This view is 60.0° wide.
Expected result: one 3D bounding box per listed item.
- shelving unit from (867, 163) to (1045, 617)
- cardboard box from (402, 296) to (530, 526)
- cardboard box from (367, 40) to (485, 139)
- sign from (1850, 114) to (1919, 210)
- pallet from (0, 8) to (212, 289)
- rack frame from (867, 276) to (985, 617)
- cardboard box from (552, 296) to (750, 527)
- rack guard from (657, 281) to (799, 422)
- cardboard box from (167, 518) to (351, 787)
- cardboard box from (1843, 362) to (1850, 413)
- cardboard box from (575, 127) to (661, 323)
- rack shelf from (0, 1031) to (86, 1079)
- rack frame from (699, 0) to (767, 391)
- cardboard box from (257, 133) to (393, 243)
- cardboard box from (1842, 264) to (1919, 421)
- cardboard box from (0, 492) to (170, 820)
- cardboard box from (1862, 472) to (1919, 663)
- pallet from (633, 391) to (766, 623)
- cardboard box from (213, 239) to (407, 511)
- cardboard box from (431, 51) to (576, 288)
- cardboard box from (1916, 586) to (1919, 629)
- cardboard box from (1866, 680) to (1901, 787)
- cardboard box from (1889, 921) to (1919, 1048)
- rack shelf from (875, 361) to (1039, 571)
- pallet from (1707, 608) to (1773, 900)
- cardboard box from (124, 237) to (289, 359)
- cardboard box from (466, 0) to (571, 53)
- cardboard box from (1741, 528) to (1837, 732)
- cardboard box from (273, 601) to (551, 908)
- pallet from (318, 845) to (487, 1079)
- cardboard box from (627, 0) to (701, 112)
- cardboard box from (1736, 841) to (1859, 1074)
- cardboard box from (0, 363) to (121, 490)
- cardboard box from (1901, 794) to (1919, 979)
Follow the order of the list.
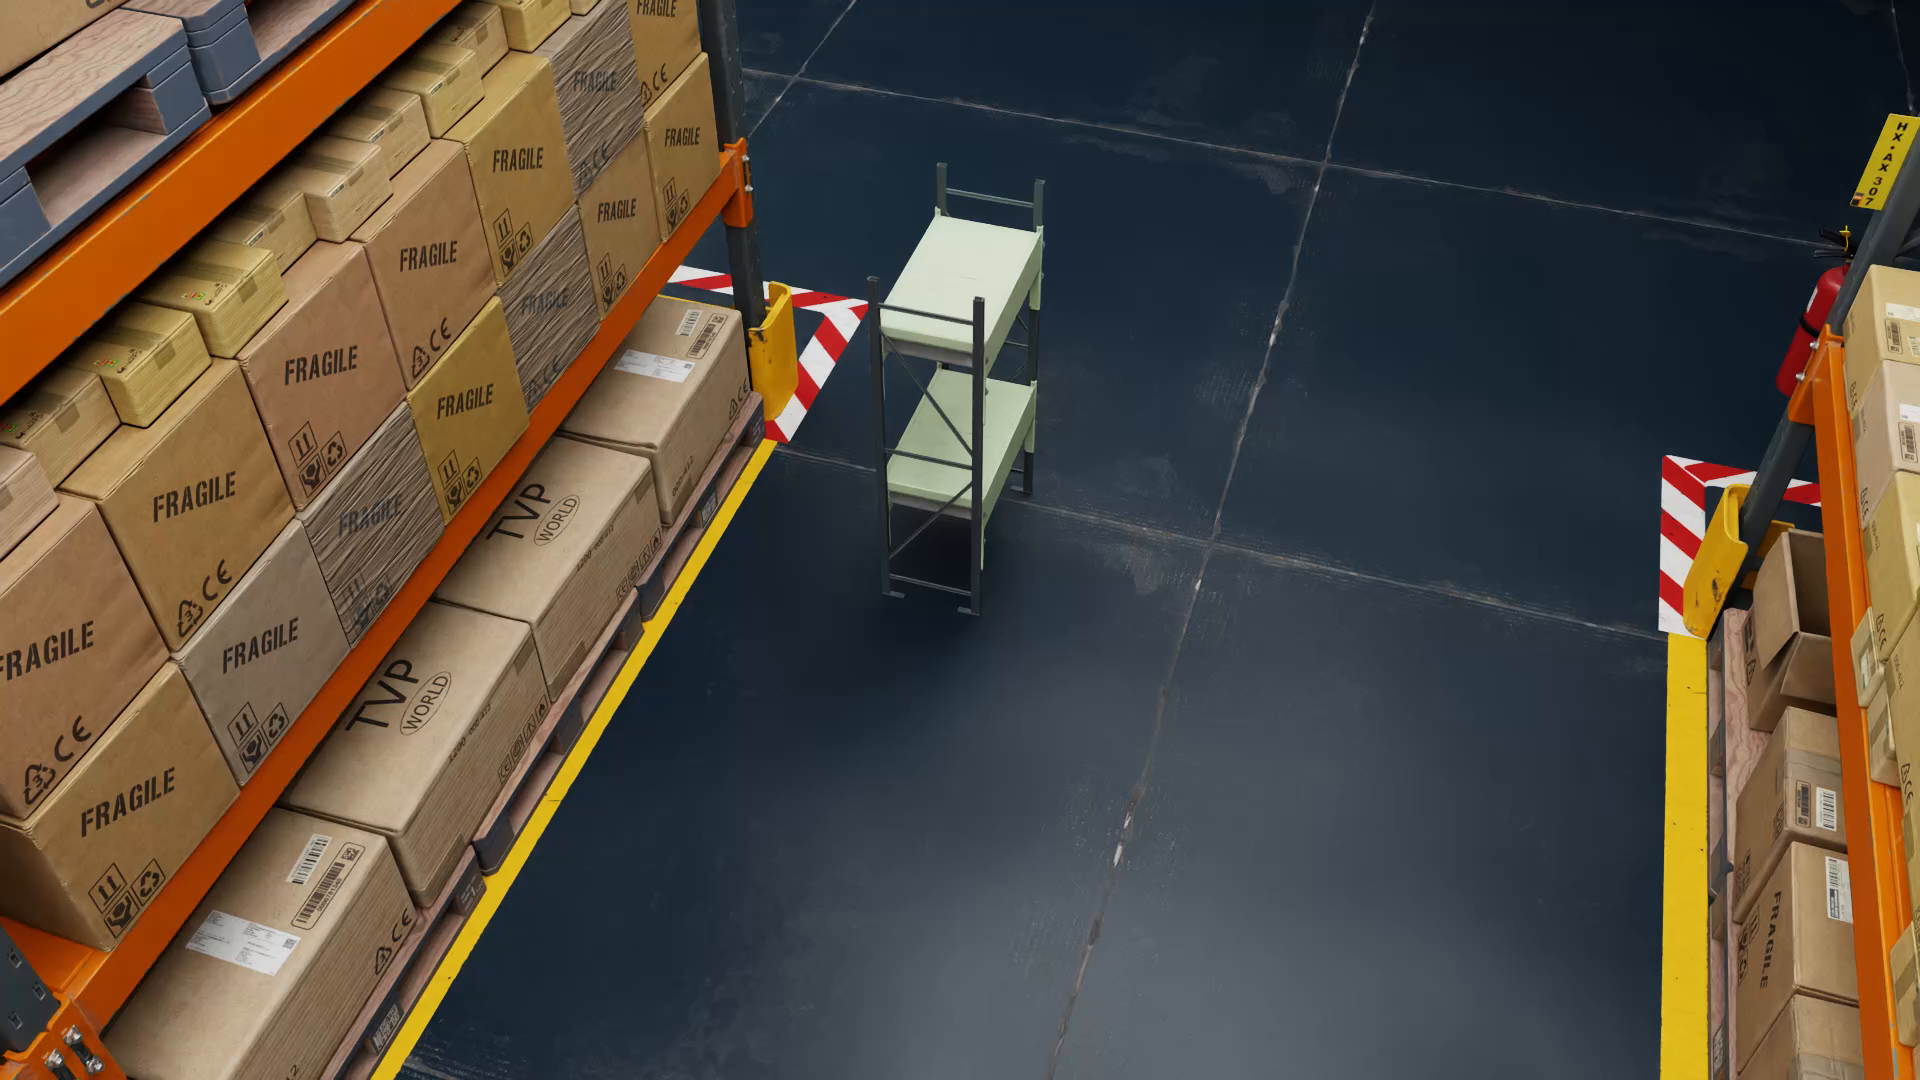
[{"bbox_3d":[-0.002,-0.532,6.221,0.431,1.500,0.755,13,46,12],"label":"shelving unit"},{"bbox_3d":[-1.674,-0.436,4.979,0.500,0.500,0.500,14,46,14],"label":"cardboard box"},{"bbox_3d":[-1.575,-1.282,4.665,0.380,0.149,0.250,14,46,13],"label":"cardboard box"},{"bbox_3d":[2.891,-1.176,5.188,0.100,0.325,0.005,13,46,13],"label":"sign"},{"bbox_3d":[-2.277,-0.718,3.258,1.003,0.211,1.213,13,46,13],"label":"pallet"},{"bbox_3d":[-0.113,-0.288,5.972,0.400,1.500,0.023,13,46,12],"label":"rack frame"},{"bbox_3d":[-1.428,-0.574,6.724,0.875,0.438,0.875,11,45,11],"label":"cardboard box"},{"bbox_3d":[-1.316,-0.923,7.336,1.175,0.500,0.348,13,46,13],"label":"rack guard"},{"bbox_3d":[-1.987,0.238,4.291,0.500,0.500,0.500,13,46,13],"label":"cardboard box"},{"bbox_3d":[3.047,-0.501,5.297,0.380,0.149,0.250,12,46,12],"label":"cardboard box"},{"bbox_3d":[-1.384,-1.128,5.686,0.500,0.500,0.500,12,46,12],"label":"cardboard box"},{"bbox_3d":[-3.140,2.456,2.610,1.077,0.370,4.000,13,46,13],"label":"rack shelf"},{"bbox_3d":[-1.323,-1.801,6.446,1.000,3.000,0.127,13,46,13],"label":"rack frame"},{"bbox_3d":[-1.713,-0.926,4.302,0.380,0.149,0.250,13,46,13],"label":"cardboard box"},{"bbox_3d":[3.014,-0.559,5.071,0.500,0.250,0.500,13,46,13],"label":"cardboard box"},{"bbox_3d":[-2.160,0.206,3.608,0.500,0.500,0.500,13,46,13],"label":"cardboard box"},{"bbox_3d":[2.711,0.115,4.382,0.500,0.250,0.500,12,46,12],"label":"cardboard box"},{"bbox_3d":[-1.491,-0.255,6.859,1.003,0.211,1.213,13,46,13],"label":"pallet"},{"bbox_3d":[-1.835,-0.468,4.297,0.500,0.500,0.500,13,46,13],"label":"cardboard box"},{"bbox_3d":[-1.526,-1.139,4.982,0.500,0.500,0.500,12,46,12],"label":"cardboard box"},{"bbox_3d":[2.560,0.173,3.787,0.500,0.500,0.500,14,46,14],"label":"cardboard box"},{"bbox_3d":[2.549,0.527,4.247,0.380,0.149,0.250,14,46,13],"label":"cardboard box"},{"bbox_3d":[2.323,1.036,3.726,0.380,0.149,0.250,12,46,12],"label":"cardboard box"},{"bbox_3d":[-0.002,-0.299,6.449,0.431,0.370,0.720,13,46,12],"label":"rack shelf"},{"bbox_3d":[3.145,0.827,5.754,1.003,0.211,1.213,13,46,13],"label":"pallet"},{"bbox_3d":[-1.851,-0.592,3.960,0.380,0.149,0.250,11,46,11],"label":"cardboard box"},{"bbox_3d":[-1.409,-1.621,5.011,0.380,0.149,0.250,14,46,13],"label":"cardboard box"},{"bbox_3d":[3.133,0.378,5.704,0.797,0.503,0.637,11,45,11],"label":"cardboard box"},{"bbox_3d":[-1.972,0.638,5.485,0.875,0.438,0.875,11,45,11],"label":"cardboard box"},{"bbox_3d":[-2.230,1.372,5.197,1.003,0.211,1.213,13,46,13],"label":"pallet"},{"bbox_3d":[-1.242,-1.822,5.681,0.500,0.500,0.500,14,46,14],"label":"cardboard box"},{"bbox_3d":[2.581,1.272,4.793,0.500,0.500,0.500,13,46,13],"label":"cardboard box"},{"bbox_3d":[-2.092,-0.269,3.630,0.380,0.149,0.250,12,46,12],"label":"cardboard box"},{"bbox_3d":[2.420,0.804,3.679,0.500,0.250,0.500,12,46,12],"label":"cardboard box"}]
